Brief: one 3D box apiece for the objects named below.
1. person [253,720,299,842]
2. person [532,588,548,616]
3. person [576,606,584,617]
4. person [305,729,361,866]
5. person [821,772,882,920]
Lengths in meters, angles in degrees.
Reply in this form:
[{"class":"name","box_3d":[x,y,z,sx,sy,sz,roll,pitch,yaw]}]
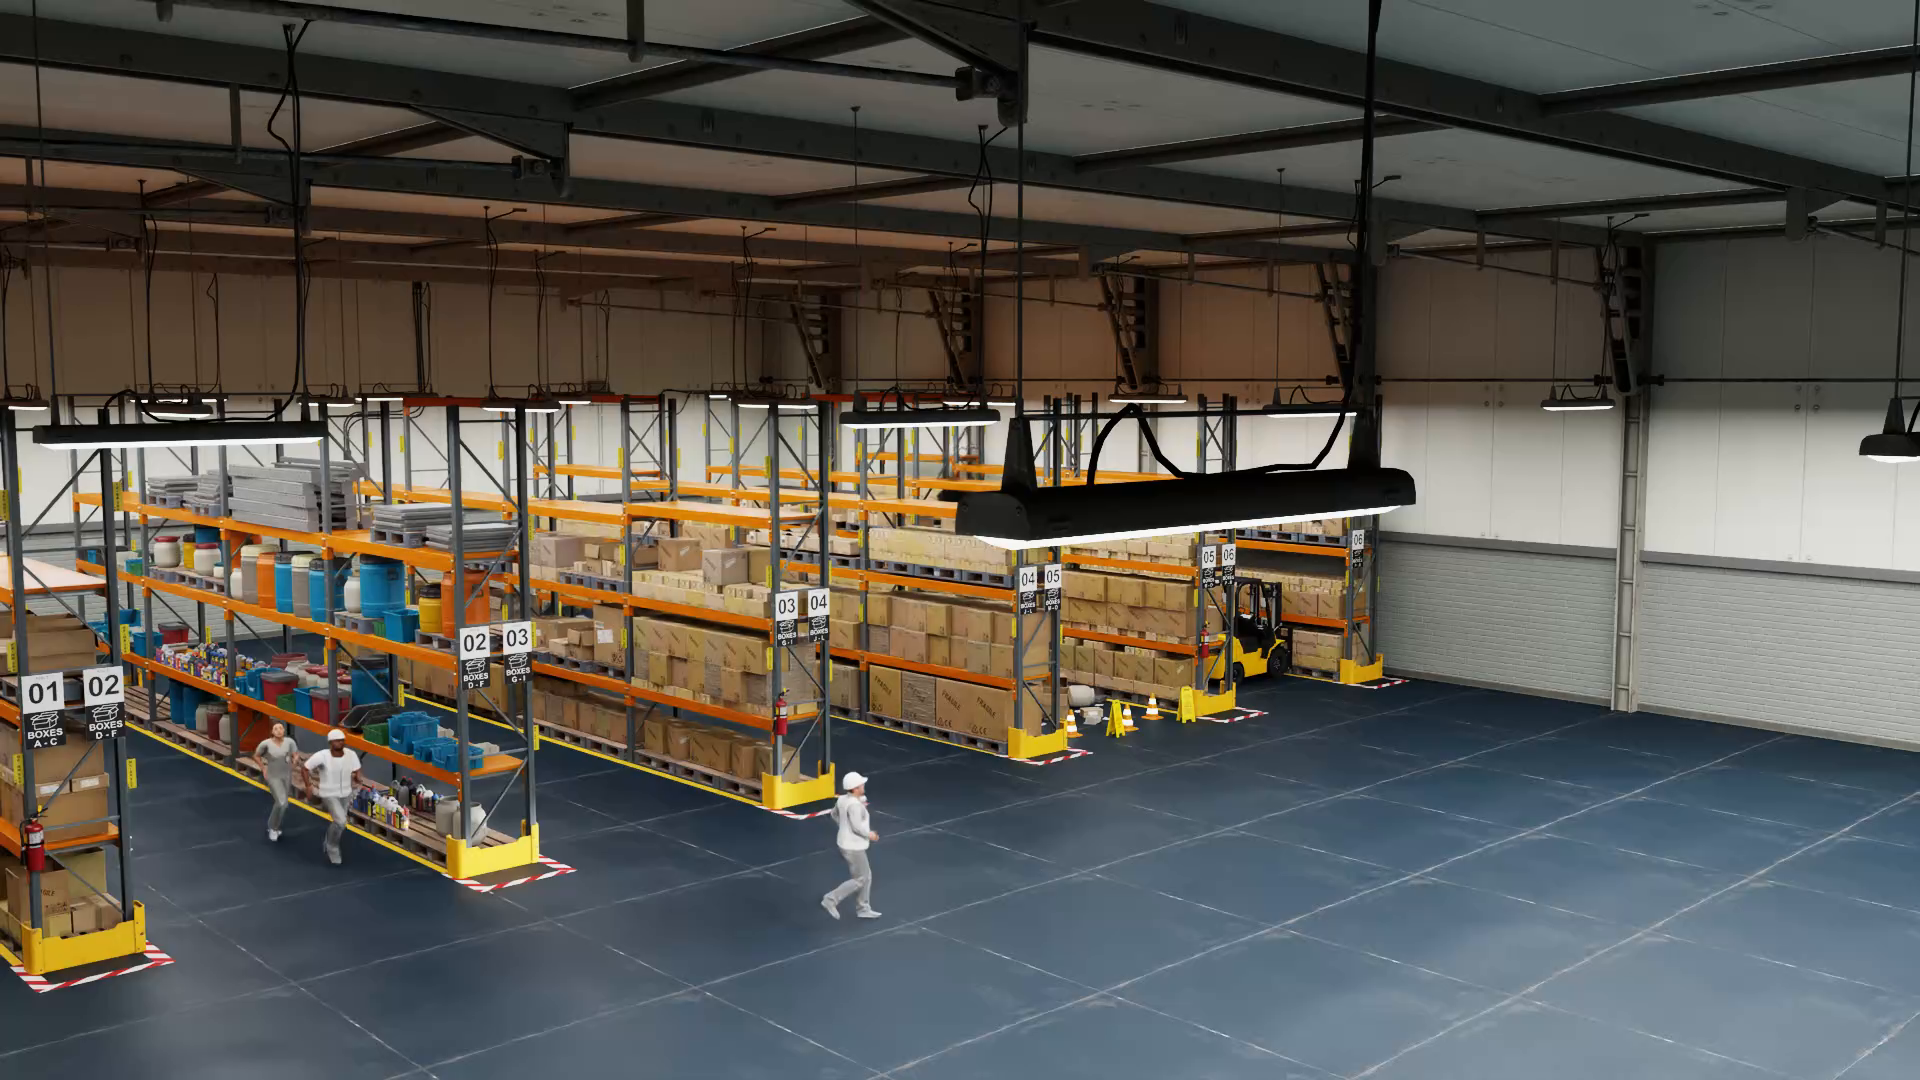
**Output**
[{"class":"person","box_3d":[-9.347,3.302,22.866,0.540,1.674,0.669,-5,8,-43]},{"class":"person","box_3d":[-10.314,1.511,40.990,0.589,1.746,0.715,-4,7,-38]},{"class":"person","box_3d":[-9.446,1.446,41.148,0.659,1.653,0.701,2,6,16]},{"class":"person","box_3d":[-8.186,3.353,21.789,0.693,1.787,0.641,4,7,38]},{"class":"person","box_3d":[-1.284,3.586,19.426,0.772,1.774,0.684,-2,6,-21]}]
